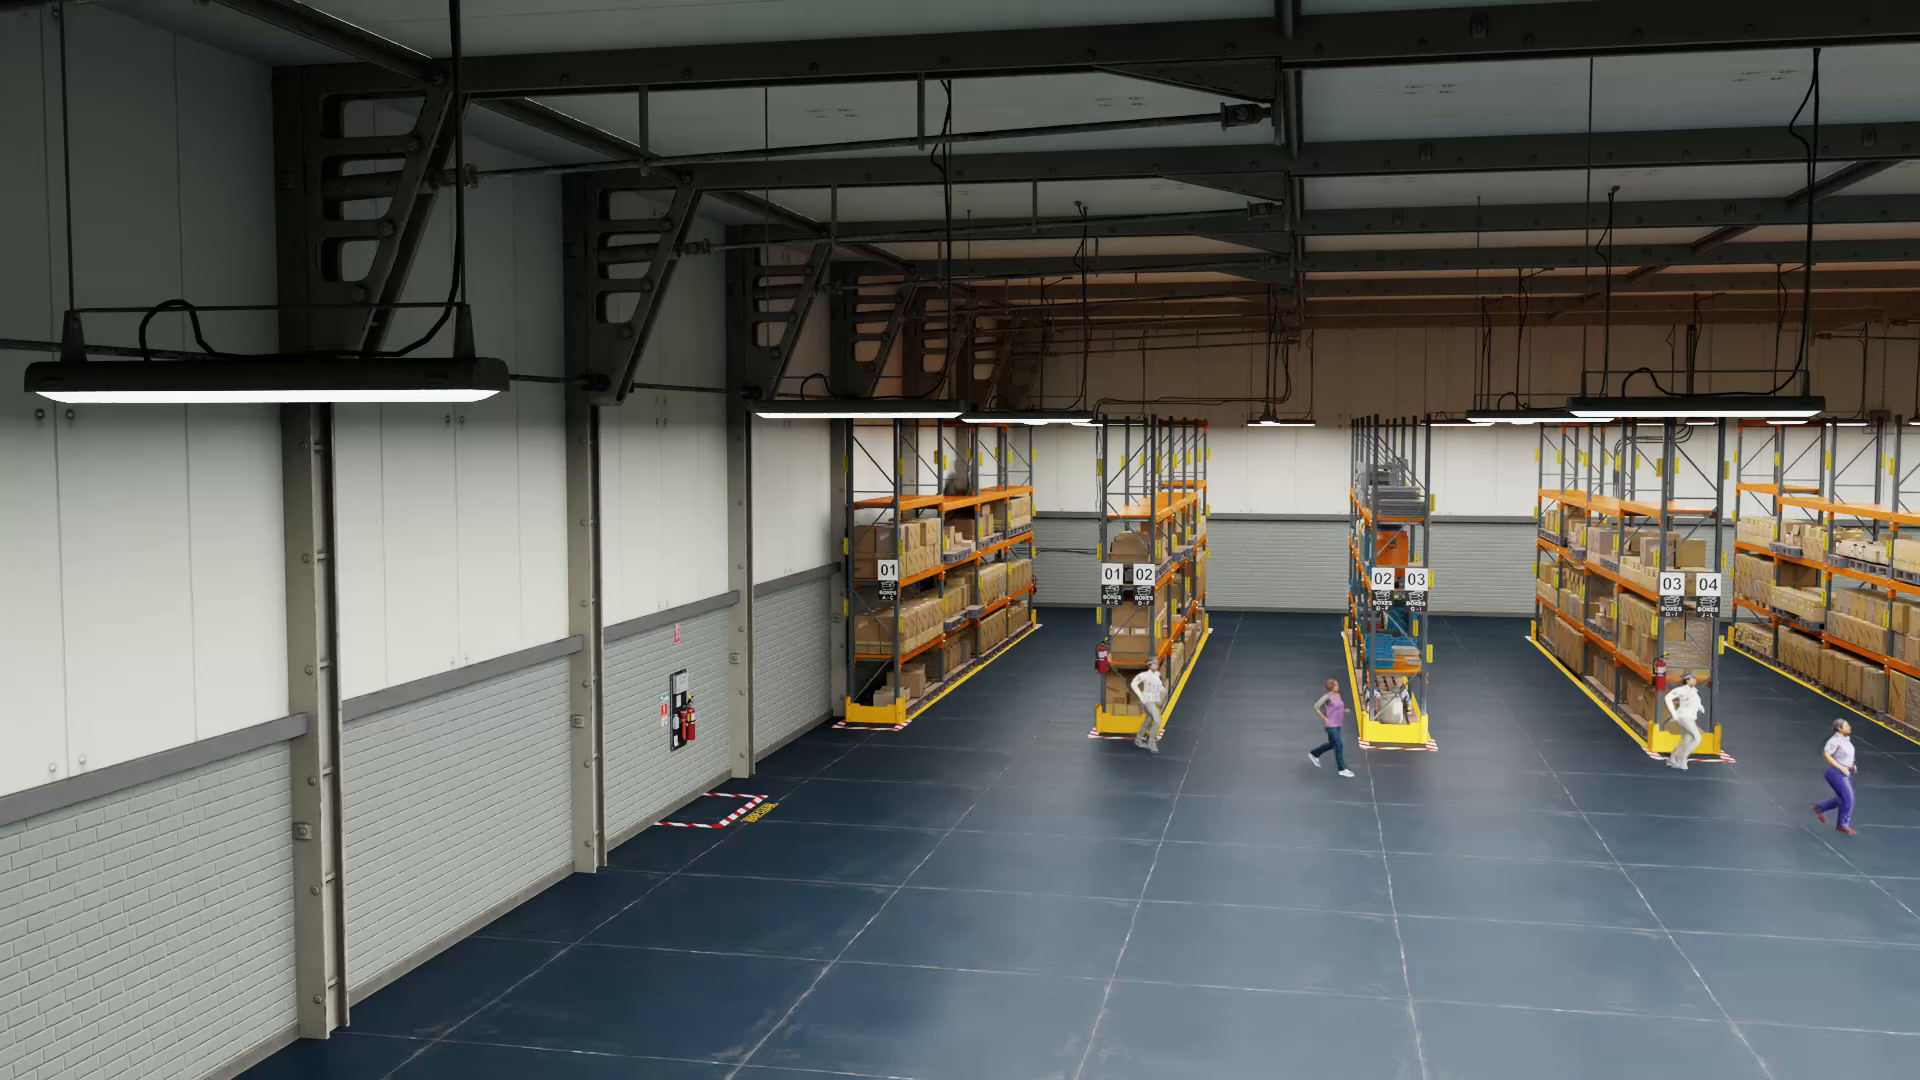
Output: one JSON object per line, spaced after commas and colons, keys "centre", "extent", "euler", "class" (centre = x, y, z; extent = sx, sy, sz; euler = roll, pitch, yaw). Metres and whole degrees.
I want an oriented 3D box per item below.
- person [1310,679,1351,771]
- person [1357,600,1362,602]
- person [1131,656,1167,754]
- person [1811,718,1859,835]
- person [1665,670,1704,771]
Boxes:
{"centre": [6.115, 3.039, 27.534], "extent": [0.759, 1.505, 0.542], "euler": [3, 5, 40], "class": "person"}
{"centre": [14.987, 2.834, 31.048], "extent": [3.913, 1.644, 21.359], "euler": [-3, 5, -39], "class": "person"}
{"centre": [3.342, 2.916, 29.492], "extent": [0.688, 1.733, 0.509], "euler": [4, 5, 43], "class": "person"}
{"centre": [12.467, 3.345, 23.687], "extent": [0.659, 1.629, 0.614], "euler": [3, 5, 41], "class": "person"}
{"centre": [12.252, 3.021, 27.985], "extent": [0.608, 1.668, 0.598], "euler": [-3, 5, -42], "class": "person"}
